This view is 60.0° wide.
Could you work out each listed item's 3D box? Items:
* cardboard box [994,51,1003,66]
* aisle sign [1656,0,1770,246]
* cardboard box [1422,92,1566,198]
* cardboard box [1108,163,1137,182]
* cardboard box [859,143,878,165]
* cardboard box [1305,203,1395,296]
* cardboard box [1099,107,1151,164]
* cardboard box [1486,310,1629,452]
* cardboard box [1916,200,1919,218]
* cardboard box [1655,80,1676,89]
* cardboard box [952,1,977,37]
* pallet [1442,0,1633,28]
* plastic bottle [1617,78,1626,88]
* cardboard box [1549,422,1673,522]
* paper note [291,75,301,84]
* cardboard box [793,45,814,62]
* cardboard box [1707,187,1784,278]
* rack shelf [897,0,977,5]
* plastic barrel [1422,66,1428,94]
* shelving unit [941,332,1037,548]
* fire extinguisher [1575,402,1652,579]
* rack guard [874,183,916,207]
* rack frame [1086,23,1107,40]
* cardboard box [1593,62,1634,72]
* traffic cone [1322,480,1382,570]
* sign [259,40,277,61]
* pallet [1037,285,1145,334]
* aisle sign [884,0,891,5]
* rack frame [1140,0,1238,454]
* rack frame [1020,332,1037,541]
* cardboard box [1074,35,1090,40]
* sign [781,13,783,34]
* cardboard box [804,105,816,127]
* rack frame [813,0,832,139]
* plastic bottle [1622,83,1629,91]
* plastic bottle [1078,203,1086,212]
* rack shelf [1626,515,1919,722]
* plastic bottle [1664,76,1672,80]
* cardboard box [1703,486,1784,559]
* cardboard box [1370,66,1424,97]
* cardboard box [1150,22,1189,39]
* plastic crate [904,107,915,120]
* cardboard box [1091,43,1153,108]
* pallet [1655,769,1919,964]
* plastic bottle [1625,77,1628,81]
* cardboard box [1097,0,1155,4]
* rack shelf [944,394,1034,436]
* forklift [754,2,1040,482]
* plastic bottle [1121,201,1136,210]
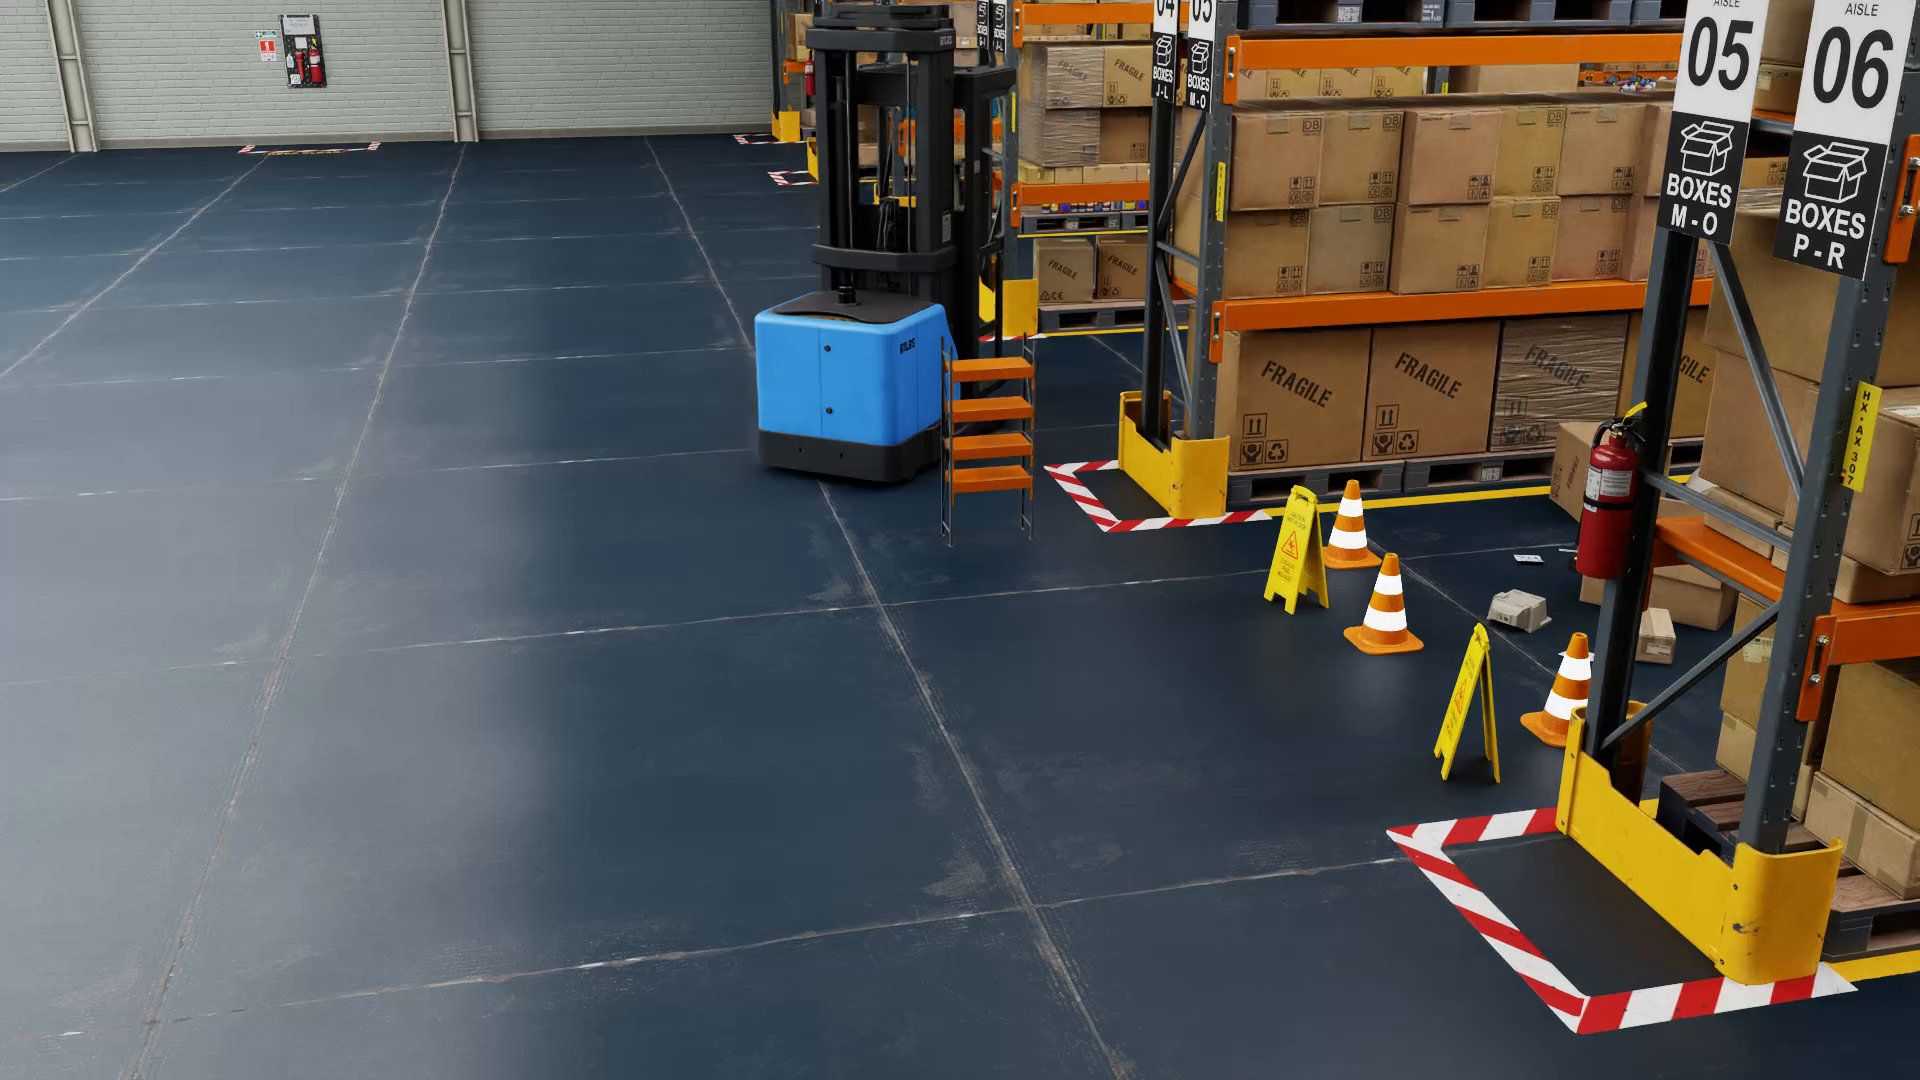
[{"bbox_3d":[0.513,-6.966,24.325,0.500,0.500,0.700,-4,21,-12],"label":"cardboard box"},{"bbox_3d":[2.481,-1.401,5.500,0.004,0.787,0.394,-5,21,-12],"label":"aisle sign"},{"bbox_3d":[3.317,-2.490,10.463,0.500,0.550,0.875,-5,21,-12],"label":"cardboard box"},{"bbox_3d":[1.393,-3.285,14.788,0.250,0.149,0.380,-5,21,-12],"label":"cardboard box"},{"bbox_3d":[-1.375,-5.596,24.117,0.500,0.250,0.500,-5,21,-12],"label":"cardboard box"},{"bbox_3d":[2.252,-1.903,10.431,0.550,0.550,0.875,-5,21,-12],"label":"cardboard box"},{"bbox_3d":[1.328,-3.706,14.994,0.500,0.500,0.875,-5,21,-12],"label":"cardboard box"},{"bbox_3d":[3.759,-1.155,11.084,0.875,0.875,0.875,-4,21,-12],"label":"cardboard box"},{"bbox_3d":[3.549,-0.896,5.867,0.500,0.500,0.700,-4,21,-12],"label":"cardboard box"},{"bbox_3d":[7.077,-4.149,16.025,0.500,0.500,0.700,-2,20,-4],"label":"cardboard box"},{"bbox_3d":[0.049,-7.538,24.001,0.500,0.500,0.700,-5,21,-12],"label":"cardboard box"},{"bbox_3d":[3.280,-3.264,10.133,1.213,0.211,1.003,-5,21,-12],"label":"pallet"},{"bbox_3d":[8.594,-5.874,21.658,0.133,0.283,0.061,-5,21,-12],"label":"plastic bottle"},{"bbox_3d":[3.989,-0.415,10.217,0.500,0.500,0.500,-1,20,-3],"label":"cardboard box"},{"bbox_3d":[-11.050,-7.663,27.652,0.142,0.148,0.016,-5,21,-12],"label":"paper note"},{"bbox_3d":[-2.544,-8.251,28.168,0.500,0.250,0.500,-5,21,-14],"label":"cardboard box"},{"bbox_3d":[4.907,-2.091,10.945,0.550,0.550,0.875,-5,21,-12],"label":"cardboard box"},{"bbox_3d":[1.135,-6.293,19.317,4.000,0.370,1.077,-5,21,-12],"label":"rack shelf"},{"bbox_3d":[5.612,-5.563,20.478,0.421,0.512,0.421,0,20,0],"label":"plastic barrel"},{"bbox_3d":[0.161,-0.576,9.644,0.503,1.200,0.258,-5,21,-12],"label":"shelving unit"},{"bbox_3d":[2.391,-0.197,6.105,0.183,0.674,0.296,-5,21,-12],"label":"fire extinguisher"},{"bbox_3d":[-0.749,-3.912,19.766,0.348,0.500,1.175,-5,21,-12],"label":"rack guard"},{"bbox_3d":[1.945,-7.039,24.668,0.127,3.000,1.000,-5,21,-12],"label":"rack frame"},{"bbox_3d":[10.289,-7.668,26.241,0.500,0.500,0.500,-4,21,-11],"label":"cardboard box"},{"bbox_3d":[2.215,-0.113,9.450,0.334,0.463,0.336,-5,21,-12],"label":"traffic cone"},{"bbox_3d":[-11.424,-8.075,27.445,0.234,0.329,0.001,-5,21,-12],"label":"sign"},{"bbox_3d":[1.201,-2.155,15.390,1.213,0.211,1.003,-5,21,-12],"label":"pallet"},{"bbox_3d":[-0.814,-6.181,18.547,0.004,0.787,0.394,-5,21,-12],"label":"aisle sign"},{"bbox_3d":[1.371,-1.737,10.197,0.127,3.000,1.000,-5,21,-12],"label":"rack frame"},{"bbox_3d":[0.399,-0.596,9.697,0.015,1.200,0.240,-5,21,-12],"label":"rack frame"},{"bbox_3d":[1.729,-7.297,24.285,0.250,0.149,0.380,-5,21,-13],"label":"cardboard box"},{"bbox_3d":[-2.966,-8.605,27.685,0.005,0.325,0.100,-5,21,-12],"label":"sign"},{"bbox_3d":[-2.397,-7.349,28.784,0.500,0.311,0.500,-7,21,-19],"label":"cardboard box"},{"bbox_3d":[-1.948,-6.722,23.804,0.127,3.000,1.000,-5,21,-12],"label":"rack frame"},{"bbox_3d":[8.393,-5.628,21.004,0.097,0.271,0.097,0,20,0],"label":"plastic bottle"},{"bbox_3d":[1.455,-4.063,19.873,0.097,0.271,0.097,0,20,0],"label":"plastic bottle"},{"bbox_3d":[4.555,0.091,6.251,4.000,0.370,1.077,-5,21,-12],"label":"rack shelf"},{"bbox_3d":[8.975,-5.721,21.143,0.185,0.351,0.144,-5,21,-12],"label":"plastic bottle"},{"bbox_3d":[2.923,-0.072,6.015,0.250,0.149,0.380,-4,20,-11],"label":"cardboard box"},{"bbox_3d":[3.846,-4.251,15.026,0.500,0.500,0.500,-5,21,-12],"label":"cardboard box"},{"bbox_3d":[3.701,-9.173,29.709,0.500,0.500,0.700,-7,21,-18],"label":"cardboard box"},{"bbox_3d":[-0.394,-5.134,19.684,0.616,0.251,0.499,-5,21,-12],"label":"plastic crate"},{"bbox_3d":[1.414,-4.051,14.482,0.500,0.500,0.500,-5,21,-12],"label":"cardboard box"},{"bbox_3d":[3.481,1.162,6.335,1.213,0.211,1.003,-5,21,-12],"label":"pallet"},{"bbox_3d":[8.691,-5.933,21.819,0.133,0.283,0.061,-5,21,-12],"label":"plastic bottle"},{"bbox_3d":[1.357,-4.738,14.246,0.500,0.250,0.500,-5,21,-14],"label":"cardboard box"},{"bbox_3d":[0.161,-0.723,9.590,0.480,0.148,0.258,-5,21,-12],"label":"rack shelf"},{"bbox_3d":[-0.281,-2.215,11.600,1.130,2.935,3.031,9,22,22],"label":"forklift"},{"bbox_3d":[2.019,-4.155,20.007,0.185,0.351,0.144,-5,21,-13],"label":"plastic bottle"}]
